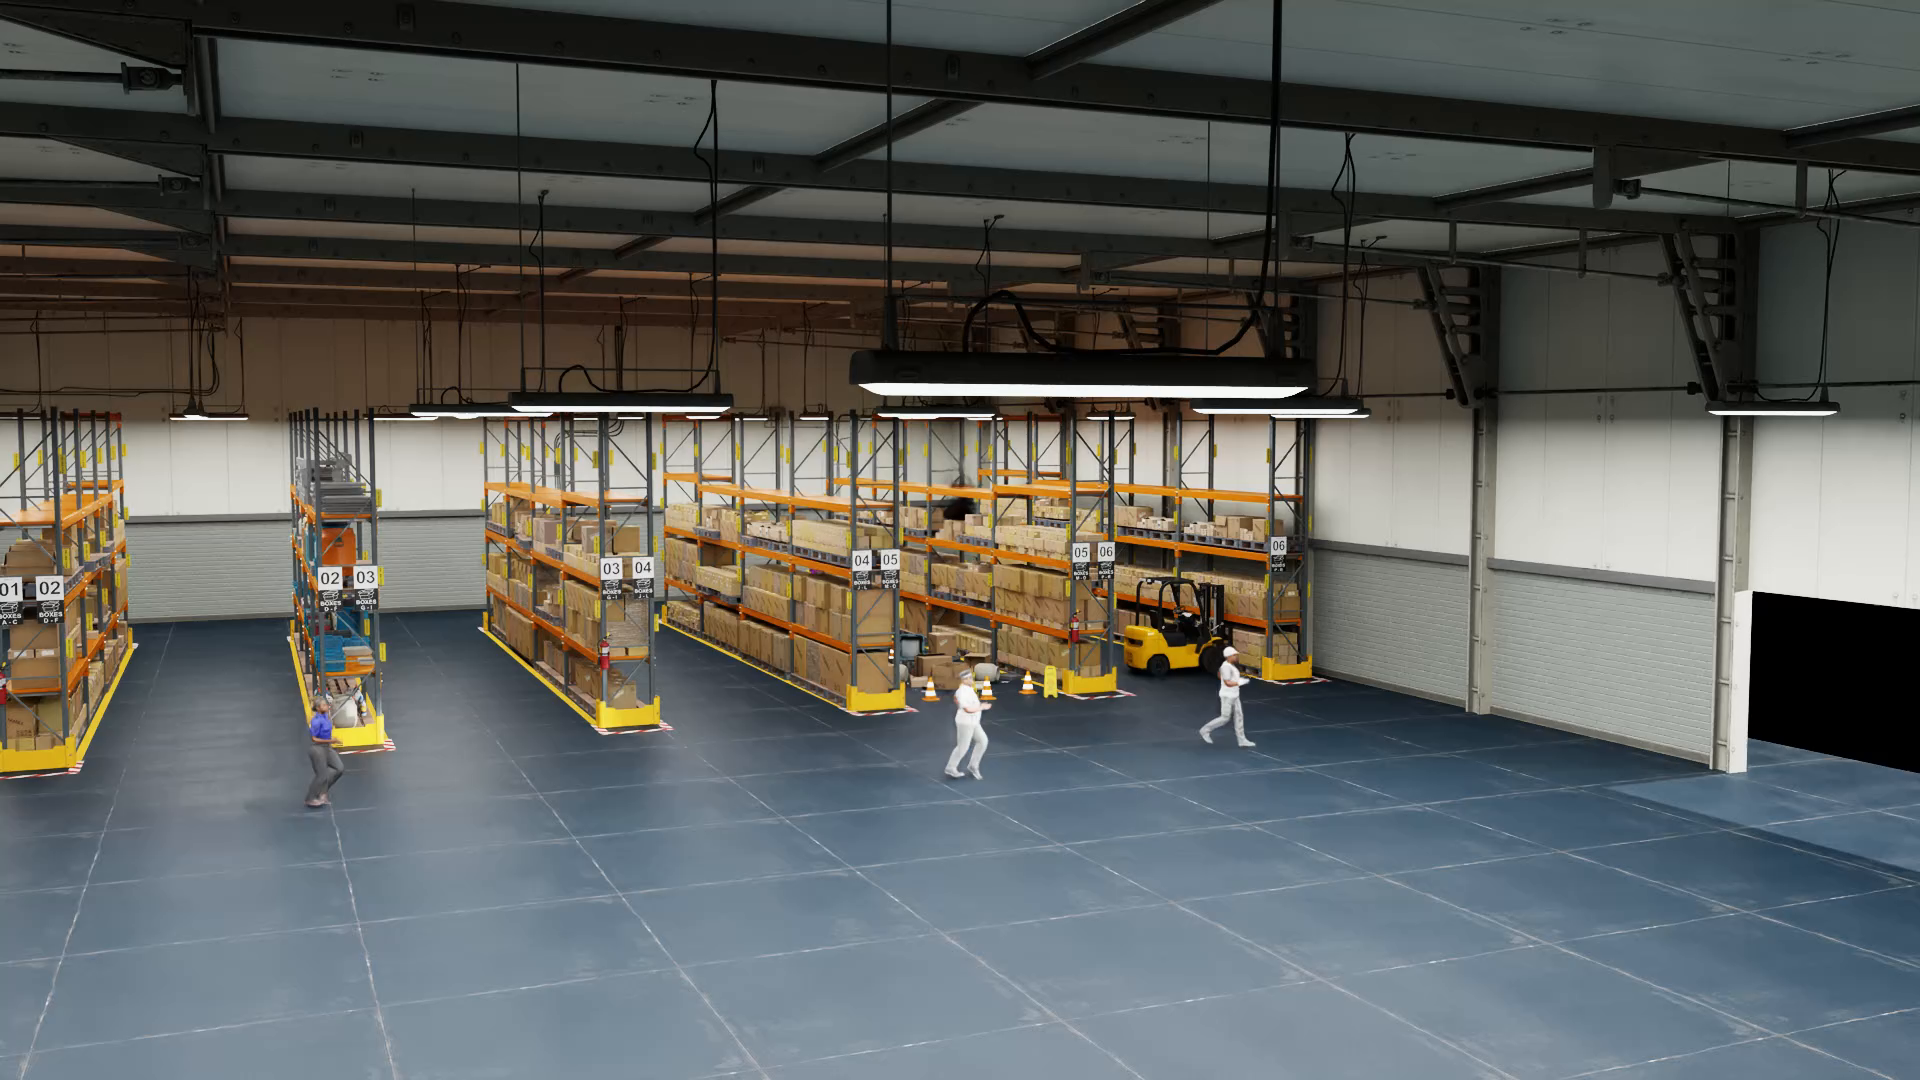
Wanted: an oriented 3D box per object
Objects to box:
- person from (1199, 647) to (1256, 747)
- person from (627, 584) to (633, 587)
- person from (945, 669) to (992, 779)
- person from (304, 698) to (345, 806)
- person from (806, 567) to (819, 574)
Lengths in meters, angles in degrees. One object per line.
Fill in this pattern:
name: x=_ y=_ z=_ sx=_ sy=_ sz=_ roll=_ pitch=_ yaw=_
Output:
person: x=4.721 y=2.755 z=29.254 sx=0.994 sy=1.761 sz=0.683 roll=1 pitch=4 yaw=19
person: x=-9.281 y=1.612 z=46.304 sx=0.696 sy=1.734 sz=0.873 roll=-1 pitch=4 yaw=-16
person: x=0.136 y=2.976 z=26.733 sx=0.756 sy=1.841 sz=0.635 roll=1 pitch=4 yaw=13
person: x=-9.490 y=3.166 z=24.832 sx=0.632 sy=1.633 sz=0.548 roll=0 pitch=4 yaw=2
person: x=-4.598 y=1.280 z=51.063 sx=0.637 sy=1.713 sz=0.689 roll=-1 pitch=4 yaw=-15
